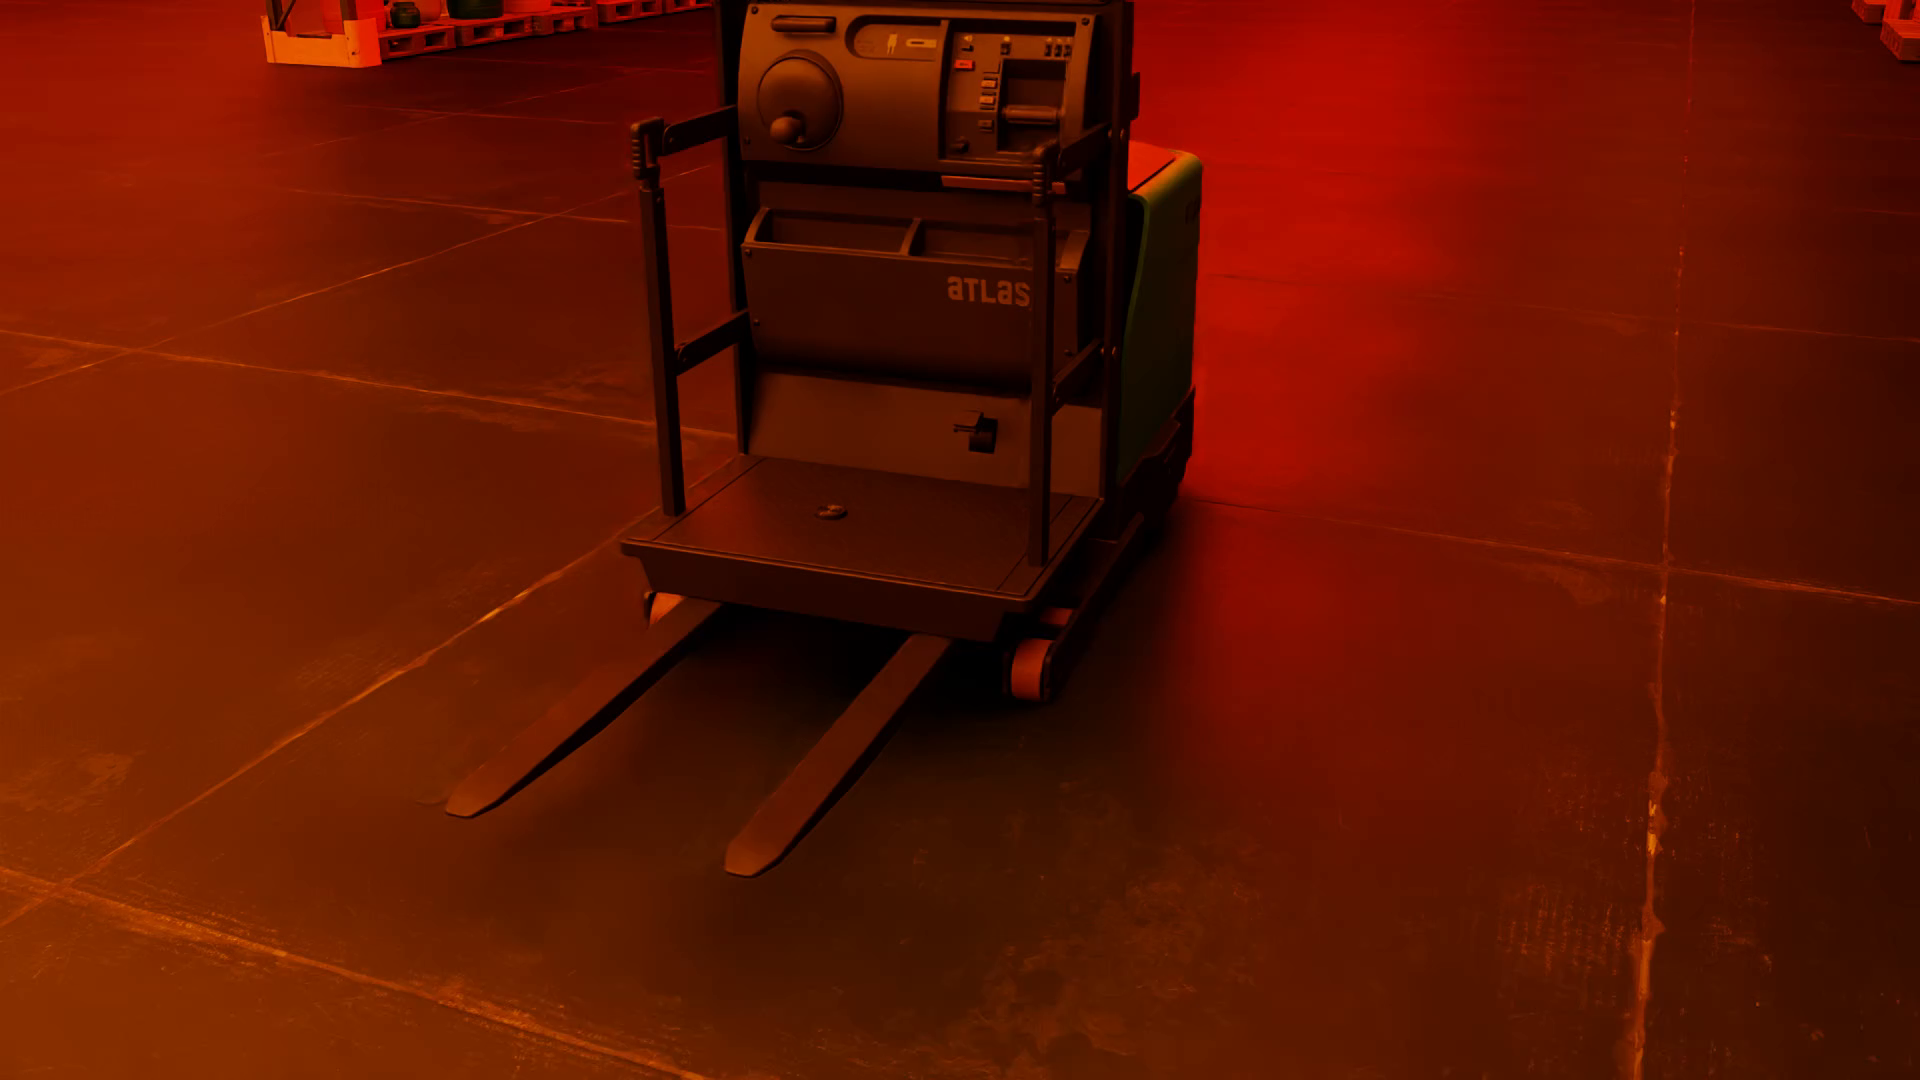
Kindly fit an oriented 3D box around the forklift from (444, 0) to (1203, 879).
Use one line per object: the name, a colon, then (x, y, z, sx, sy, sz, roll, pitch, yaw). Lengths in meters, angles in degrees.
forklift: (-0.190, -1.124, 3.981, 1.130, 2.935, 3.031, 8, 24, 18)
